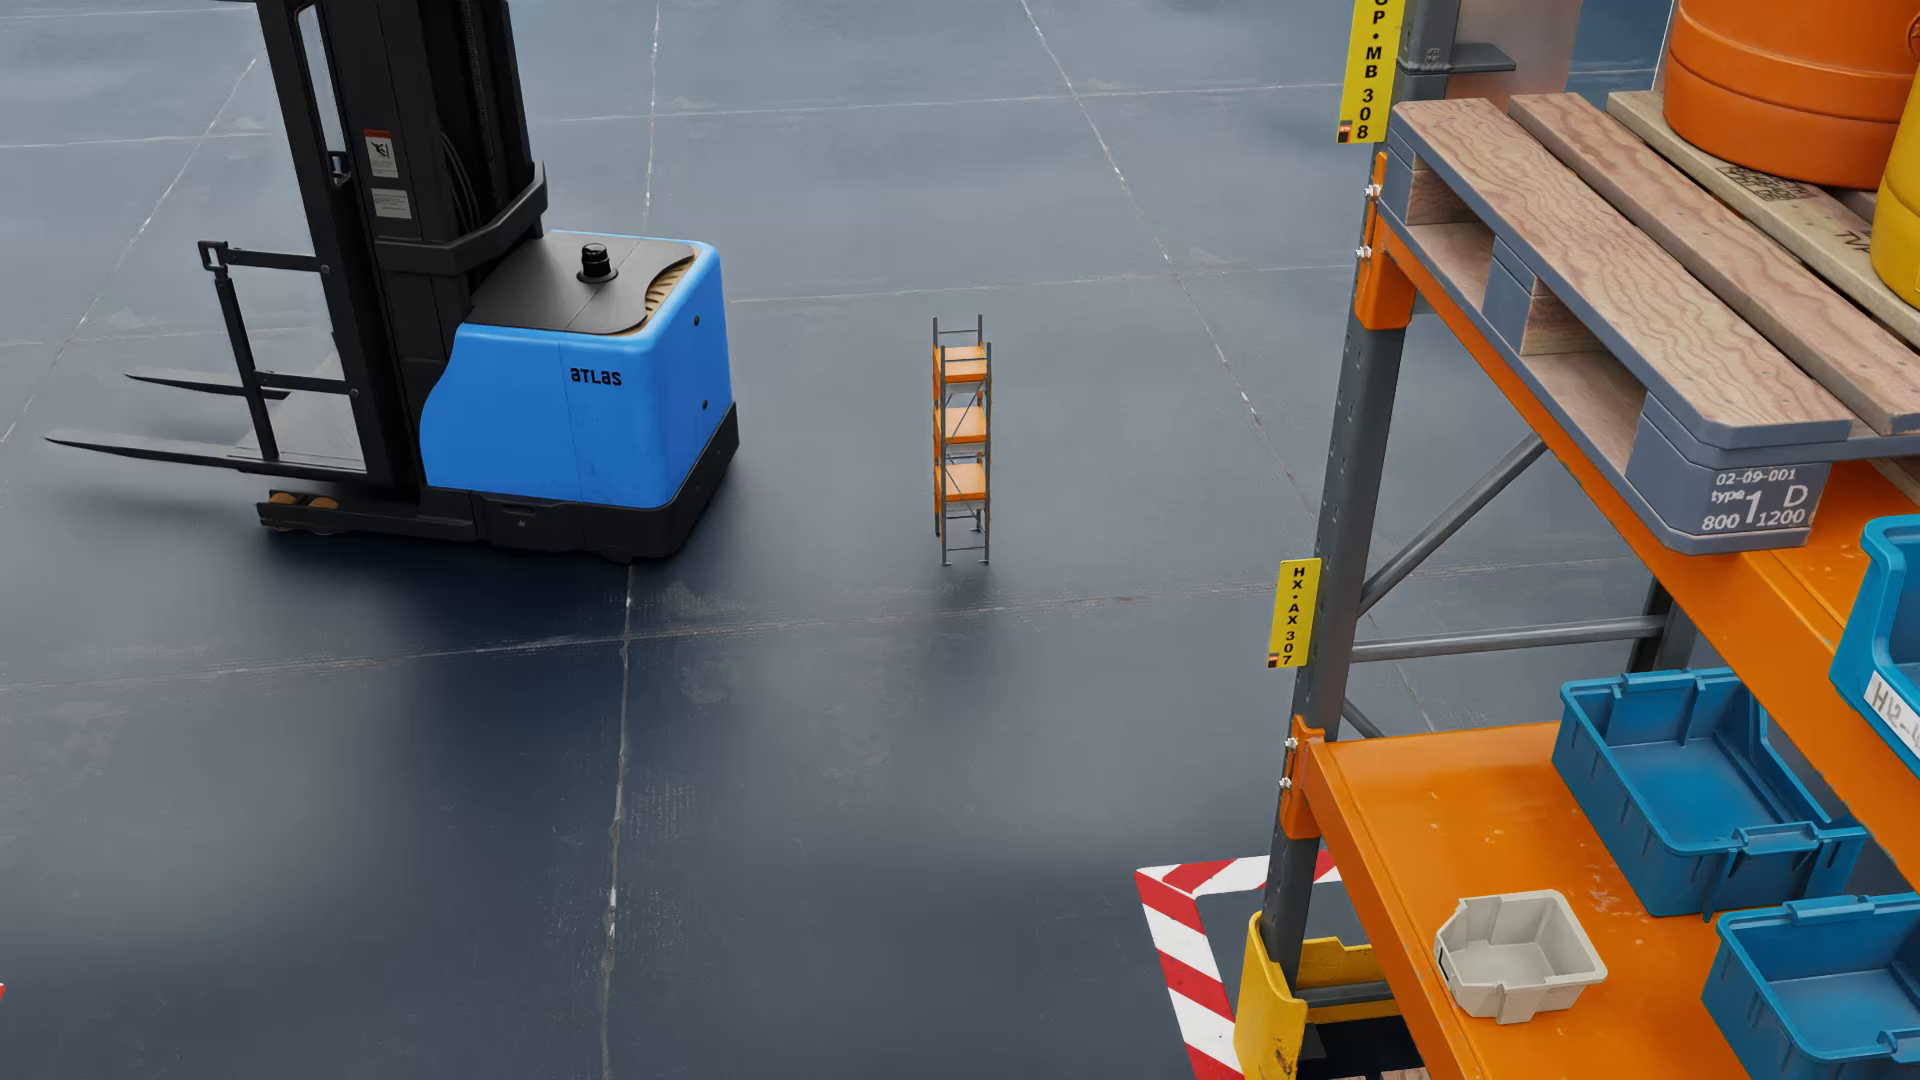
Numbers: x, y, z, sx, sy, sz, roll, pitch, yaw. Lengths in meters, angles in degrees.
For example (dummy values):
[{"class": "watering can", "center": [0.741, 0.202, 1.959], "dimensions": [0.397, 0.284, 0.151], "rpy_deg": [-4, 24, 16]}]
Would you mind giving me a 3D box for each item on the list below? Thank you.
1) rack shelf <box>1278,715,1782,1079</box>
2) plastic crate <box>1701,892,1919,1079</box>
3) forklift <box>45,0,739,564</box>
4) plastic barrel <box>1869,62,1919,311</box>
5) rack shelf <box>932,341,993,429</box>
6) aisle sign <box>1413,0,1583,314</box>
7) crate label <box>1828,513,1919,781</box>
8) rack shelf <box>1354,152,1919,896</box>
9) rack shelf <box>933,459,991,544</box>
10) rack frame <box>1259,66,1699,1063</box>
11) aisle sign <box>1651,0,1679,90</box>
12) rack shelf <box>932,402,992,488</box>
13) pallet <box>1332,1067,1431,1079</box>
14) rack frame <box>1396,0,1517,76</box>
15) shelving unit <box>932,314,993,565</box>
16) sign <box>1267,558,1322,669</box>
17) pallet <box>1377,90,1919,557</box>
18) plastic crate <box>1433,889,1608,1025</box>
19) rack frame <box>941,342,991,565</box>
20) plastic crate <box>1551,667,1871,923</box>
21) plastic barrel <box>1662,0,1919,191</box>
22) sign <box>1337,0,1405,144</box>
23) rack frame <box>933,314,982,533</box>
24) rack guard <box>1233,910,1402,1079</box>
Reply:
[{"class": "rack shelf", "center": [1.632, 1.671, 2.773], "dimensions": [1.077, 0.370, 4.000], "rpy_deg": [-4, 35, -6]}, {"class": "plastic crate", "center": [1.809, 0.938, 3.341], "dimensions": [0.499, 0.251, 0.408], "rpy_deg": [-4, 35, -6]}, {"class": "forklift", "center": [-2.601, -1.514, 6.869], "dimensions": [3.031, 2.935, 1.130], "rpy_deg": [6, 35, 9]}, {"class": "plastic barrel", "center": [1.642, -0.607, 2.273], "dimensions": [0.600, 0.588, 0.600], "rpy_deg": [0, 34, 0]}, {"class": "rack shelf", "center": [0.007, -0.630, 6.757], "dimensions": [0.215, 0.259, 0.240], "rpy_deg": [-4, 35, -6]}, {"class": "aisle sign", "center": [1.063, -0.835, 3.503], "dimensions": [0.394, 0.787, 0.004], "rpy_deg": [-4, 35, -6]}, {"class": "crate label", "center": [1.288, 0.149, 1.836], "dimensions": [0.502, 0.251, 0.408], "rpy_deg": [-4, 35, -6]}, {"class": "rack shelf", "center": [1.632, 0.431, 1.929], "dimensions": [1.077, 0.370, 4.000], "rpy_deg": [-4, 35, -6]}, {"class": "rack shelf", "center": [0.007, -0.166, 7.073], "dimensions": [0.215, 0.259, 0.240], "rpy_deg": [-4, 35, -6]}, {"class": "rack frame", "center": [1.363, 0.258, 4.209], "dimensions": [1.000, 3.000, 0.127], "rpy_deg": [-4, 35, -6]}, {"class": "aisle sign", "center": [1.648, -0.879, 3.568], "dimensions": [0.394, 0.787, 0.004], "rpy_deg": [-4, 35, -6]}, {"class": "rack shelf", "center": [0.007, -0.395, 6.916], "dimensions": [0.215, 0.259, 0.240], "rpy_deg": [-4, 35, -6]}, {"class": "pallet", "center": [1.524, 1.902, 4.271], "dimensions": [1.003, 0.211, 1.213], "rpy_deg": [-4, 35, -6]}, {"class": "rack frame", "center": [1.363, -2.222, 2.519], "dimensions": [1.000, 3.000, 0.127], "rpy_deg": [-4, 35, -6]}, {"class": "shelving unit", "center": [0.007, -0.404, 6.911], "dimensions": [0.215, 1.050, 0.252], "rpy_deg": [-4, 35, -6]}, {"class": "sign", "center": [0.818, 0.182, 4.073], "dimensions": [0.100, 0.325, 0.005], "rpy_deg": [-4, 35, -6]}, {"class": "pallet", "center": [1.378, -0.435, 2.729], "dimensions": [1.003, 0.211, 1.213], "rpy_deg": [-4, 35, -6]}, {"class": "plastic crate", "center": [1.165, 0.890, 3.514], "dimensions": [0.298, 0.136, 0.250], "rpy_deg": [-4, 35, -6]}, {"class": "rack frame", "center": [0.024, -0.336, 6.811], "dimensions": [0.200, 1.050, 0.008], "rpy_deg": [-4, 35, -6]}, {"class": "plastic crate", "center": [1.727, 0.576, 3.874], "dimensions": [0.499, 0.251, 0.616], "rpy_deg": [-4, 35, -6]}, {"class": "plastic barrel", "center": [1.555, -1.071, 2.741], "dimensions": [0.600, 0.830, 0.708], "rpy_deg": [-4, 35, -6]}, {"class": "sign", "center": [0.818, -0.946, 3.304], "dimensions": [0.100, 0.325, 0.005], "rpy_deg": [-4, 35, -6]}, {"class": "rack frame", "center": [-0.009, -0.472, 7.010], "dimensions": [0.200, 1.050, 0.008], "rpy_deg": [-4, 35, -6]}, {"class": "rack guard", "center": [1.420, 1.329, 4.855], "dimensions": [1.175, 0.500, 0.348], "rpy_deg": [-4, 35, -6]}]
